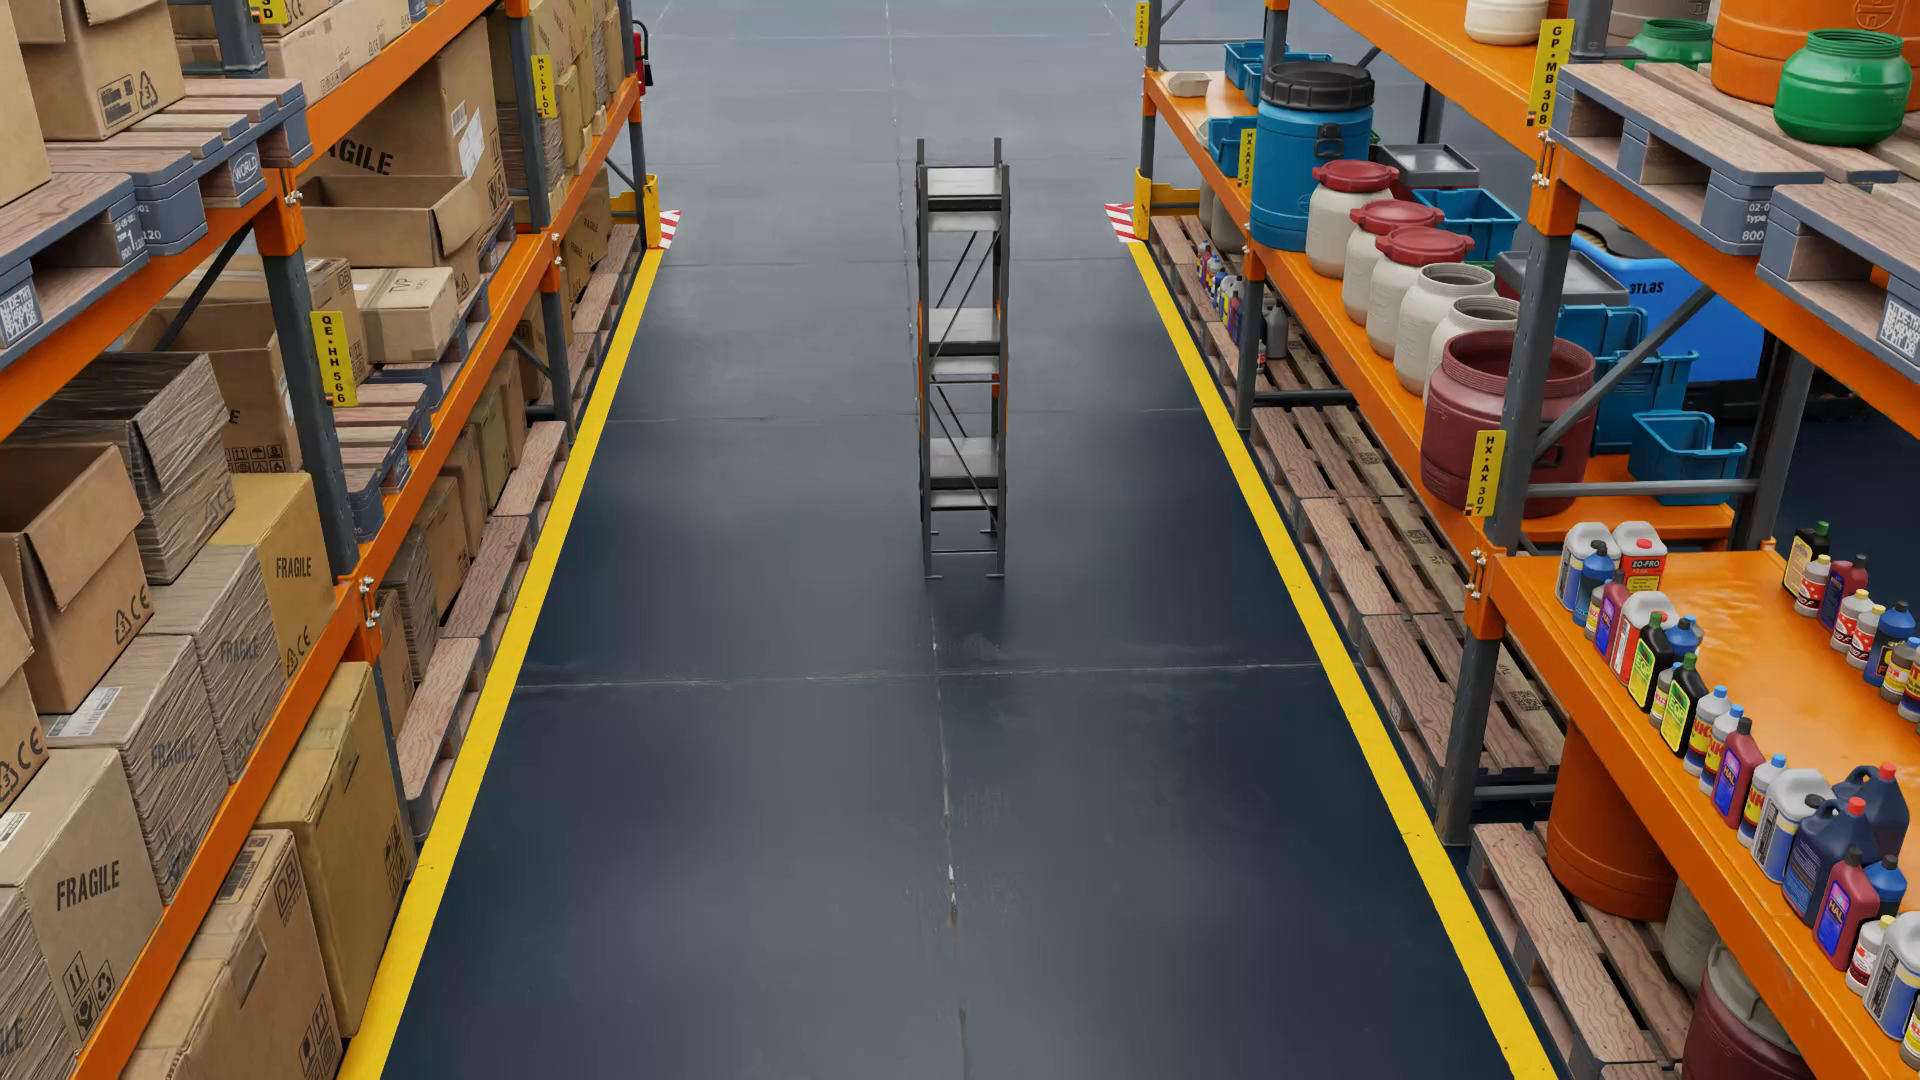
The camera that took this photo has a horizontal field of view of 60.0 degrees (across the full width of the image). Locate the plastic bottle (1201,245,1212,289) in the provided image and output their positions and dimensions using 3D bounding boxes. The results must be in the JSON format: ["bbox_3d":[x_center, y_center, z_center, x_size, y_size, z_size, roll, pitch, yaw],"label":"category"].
[{"bbox_3d":[1.731,-1.909,11.628,0.061,0.283,0.133,-1,28,-2],"label":"plastic bottle"}]

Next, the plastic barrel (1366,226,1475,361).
[{"bbox_3d":[2.055,-1.095,7.460,0.433,0.535,0.433,0,28,0],"label":"plastic barrel"}]

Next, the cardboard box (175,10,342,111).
[{"bbox_3d":[-2.345,-1.541,5.379,0.500,0.250,0.500,-1,28,-2],"label":"cardboard box"}]

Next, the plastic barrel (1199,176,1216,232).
[{"bbox_3d":[2.065,-2.649,12.822,0.421,0.512,0.421,0,28,0],"label":"plastic barrel"}]

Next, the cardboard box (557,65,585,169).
[{"bbox_3d":[-2.736,-2.519,9.906,0.875,0.500,0.500,-1,28,-3],"label":"cardboard box"}]

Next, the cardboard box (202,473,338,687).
[{"bbox_3d":[-2.301,0.123,5.161,0.500,0.500,0.500,-1,28,-1],"label":"cardboard box"}]

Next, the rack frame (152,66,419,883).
[{"bbox_3d":[-2.575,-0.054,5.610,1.000,3.000,0.127,-1,28,-3],"label":"rack frame"}]

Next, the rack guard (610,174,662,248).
[{"bbox_3d":[-2.988,-2.605,13.204,1.175,0.500,0.348,-1,28,-3],"label":"rack guard"}]

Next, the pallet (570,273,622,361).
[{"bbox_3d":[-2.921,-1.539,11.473,1.003,0.211,1.213,-1,28,-3],"label":"pallet"}]

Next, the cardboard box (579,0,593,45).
[{"bbox_3d":[-2.643,-3.427,10.567,0.500,0.500,0.500,-1,28,-3],"label":"cardboard box"}]

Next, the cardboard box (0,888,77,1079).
[{"bbox_3d":[-2.193,1.067,3.352,0.500,0.500,0.500,-2,28,-4],"label":"cardboard box"}]

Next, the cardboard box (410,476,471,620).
[{"bbox_3d":[-2.708,0.033,7.671,0.700,0.500,0.500,1,28,2],"label":"cardboard box"}]

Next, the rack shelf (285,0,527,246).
[{"bbox_3d":[-2.679,-1.989,6.854,1.077,0.370,4.000,-1,28,-3],"label":"rack shelf"}]

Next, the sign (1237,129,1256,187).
[{"bbox_3d":[1.613,-2.135,9.301,0.100,0.325,0.005,-1,28,-3],"label":"sign"}]

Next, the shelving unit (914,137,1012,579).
[{"bbox_3d":[0.009,-0.855,8.118,0.431,2.100,0.503,-1,28,-3],"label":"shelving unit"}]

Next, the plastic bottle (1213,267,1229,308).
[{"bbox_3d":[1.771,-1.711,11.261,0.097,0.271,0.097,0,28,0],"label":"plastic bottle"}]

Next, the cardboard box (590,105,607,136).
[{"bbox_3d":[-2.588,-2.820,11.186,0.380,0.149,0.250,-1,28,-3],"label":"cardboard box"}]

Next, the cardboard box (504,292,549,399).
[{"bbox_3d":[-2.764,-1.165,9.989,0.500,0.500,0.500,-2,28,-4],"label":"cardboard box"}]

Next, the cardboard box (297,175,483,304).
[{"bbox_3d":[-2.601,-1.335,7.500,0.797,0.503,0.637,1,28,3],"label":"cardboard box"}]

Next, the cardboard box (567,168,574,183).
[{"bbox_3d":[-2.558,-2.242,10.077,0.380,0.149,0.250,-1,28,-3],"label":"cardboard box"}]

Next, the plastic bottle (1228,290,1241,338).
[{"bbox_3d":[1.781,-1.465,10.777,0.061,0.283,0.133,0,28,1],"label":"plastic bottle"}]

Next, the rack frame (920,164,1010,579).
[{"bbox_3d":[0.021,-0.742,7.902,0.400,2.100,0.015,-1,28,-3],"label":"rack frame"}]

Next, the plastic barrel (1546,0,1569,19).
[{"bbox_3d":[2.511,-2.381,6.363,0.600,0.830,0.708,-1,28,-3],"label":"plastic barrel"}]

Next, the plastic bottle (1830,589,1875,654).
[{"bbox_3d":[2.819,0.251,5.240,0.097,0.201,0.097,0,28,0],"label":"plastic bottle"}]

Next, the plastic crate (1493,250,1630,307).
[{"bbox_3d":[2.593,-0.956,7.270,0.402,0.464,0.583,-1,28,-3],"label":"plastic crate"}]

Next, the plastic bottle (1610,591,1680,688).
[{"bbox_3d":[2.096,0.303,5.060,0.152,0.276,0.135,-1,28,-3],"label":"plastic bottle"}]

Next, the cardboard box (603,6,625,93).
[{"bbox_3d":[-2.845,-3.442,11.676,0.875,0.500,0.500,-1,28,-3],"label":"cardboard box"}]

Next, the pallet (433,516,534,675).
[{"bbox_3d":[-2.675,0.259,8.025,1.003,0.211,1.213,-1,28,-3],"label":"pallet"}]

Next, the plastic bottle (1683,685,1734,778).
[{"bbox_3d":[2.093,0.527,4.635,0.097,0.271,0.097,0,28,0],"label":"plastic bottle"}]

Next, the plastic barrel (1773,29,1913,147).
[{"bbox_3d":[2.197,-1.126,4.136,0.294,0.245,0.294,0,28,0],"label":"plastic barrel"}]

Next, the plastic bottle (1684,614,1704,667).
[{"bbox_3d":[2.219,0.324,5.100,0.097,0.201,0.097,0,28,0],"label":"plastic bottle"}]

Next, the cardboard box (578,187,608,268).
[{"bbox_3d":[-2.911,-2.262,12.093,0.500,0.500,0.500,6,28,11],"label":"cardboard box"}]

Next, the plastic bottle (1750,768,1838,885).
[{"bbox_3d":[2.144,0.729,4.242,0.152,0.276,0.135,-1,28,-3],"label":"plastic bottle"}]

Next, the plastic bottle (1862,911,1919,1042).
[{"bbox_3d":[2.173,0.983,3.755,0.152,0.276,0.135,-1,28,-3],"label":"plastic bottle"}]

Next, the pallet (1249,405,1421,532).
[{"bbox_3d":[2.243,-0.423,9.332,1.003,0.211,1.213,-1,28,-3],"label":"pallet"}]

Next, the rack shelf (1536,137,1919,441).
[{"bbox_3d":[2.476,-0.261,3.541,1.077,0.370,4.000,-1,28,-3],"label":"rack shelf"}]

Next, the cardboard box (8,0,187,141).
[{"bbox_3d":[-2.471,-1.336,4.259,0.797,0.503,0.637,0,28,0],"label":"cardboard box"}]

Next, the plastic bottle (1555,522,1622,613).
[{"bbox_3d":[2.071,0.089,5.470,0.152,0.276,0.135,-1,28,-3],"label":"plastic bottle"}]

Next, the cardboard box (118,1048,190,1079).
[{"bbox_3d":[-2.467,1.841,3.819,1.225,0.875,0.875,-2,28,-4],"label":"cardboard box"}]

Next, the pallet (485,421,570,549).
[{"bbox_3d":[-2.741,-0.305,9.107,1.003,0.211,1.213,-1,28,-3],"label":"pallet"}]

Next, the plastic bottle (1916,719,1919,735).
[{"bbox_3d":[2.844,0.476,4.809,0.097,0.201,0.097,0,28,0],"label":"plastic bottle"}]

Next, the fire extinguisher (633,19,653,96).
[{"bbox_3d":[-2.538,-3.778,12.834,0.296,0.674,0.183,-1,28,-3],"label":"fire extinguisher"}]

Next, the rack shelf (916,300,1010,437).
[{"bbox_3d":[0.009,-0.842,8.124,0.431,0.518,0.480,-1,28,-3],"label":"rack shelf"}]

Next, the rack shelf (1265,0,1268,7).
[{"bbox_3d":[2.058,-3.956,10.625,1.077,0.370,4.000,-1,28,-3],"label":"rack shelf"}]

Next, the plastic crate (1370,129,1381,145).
[{"bbox_3d":[2.374,-2.561,10.645,0.450,0.188,0.662,-1,28,-3],"label":"plastic crate"}]

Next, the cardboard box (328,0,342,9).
[{"bbox_3d":[-2.365,-2.108,5.655,0.500,0.500,0.500,-1,28,-2],"label":"cardboard box"}]

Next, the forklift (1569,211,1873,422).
[{"bbox_3d":[5.120,-2.257,9.907,3.031,2.935,1.130,-4,28,-8],"label":"forklift"}]

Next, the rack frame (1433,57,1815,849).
[{"bbox_3d":[2.372,-0.174,5.839,1.000,3.000,0.127,-1,28,-3],"label":"rack frame"}]

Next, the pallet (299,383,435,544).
[{"bbox_3d":[-2.718,-0.296,6.281,1.213,0.211,1.003,-1,28,-3],"label":"pallet"}]

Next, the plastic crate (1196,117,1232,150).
[{"bbox_3d":[1.825,-2.648,10.868,0.530,0.136,0.437,-1,28,-3],"label":"plastic crate"}]

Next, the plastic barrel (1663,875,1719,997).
[{"bbox_3d":[2.533,1.227,5.389,0.421,0.512,0.421,0,28,0],"label":"plastic barrel"}]
